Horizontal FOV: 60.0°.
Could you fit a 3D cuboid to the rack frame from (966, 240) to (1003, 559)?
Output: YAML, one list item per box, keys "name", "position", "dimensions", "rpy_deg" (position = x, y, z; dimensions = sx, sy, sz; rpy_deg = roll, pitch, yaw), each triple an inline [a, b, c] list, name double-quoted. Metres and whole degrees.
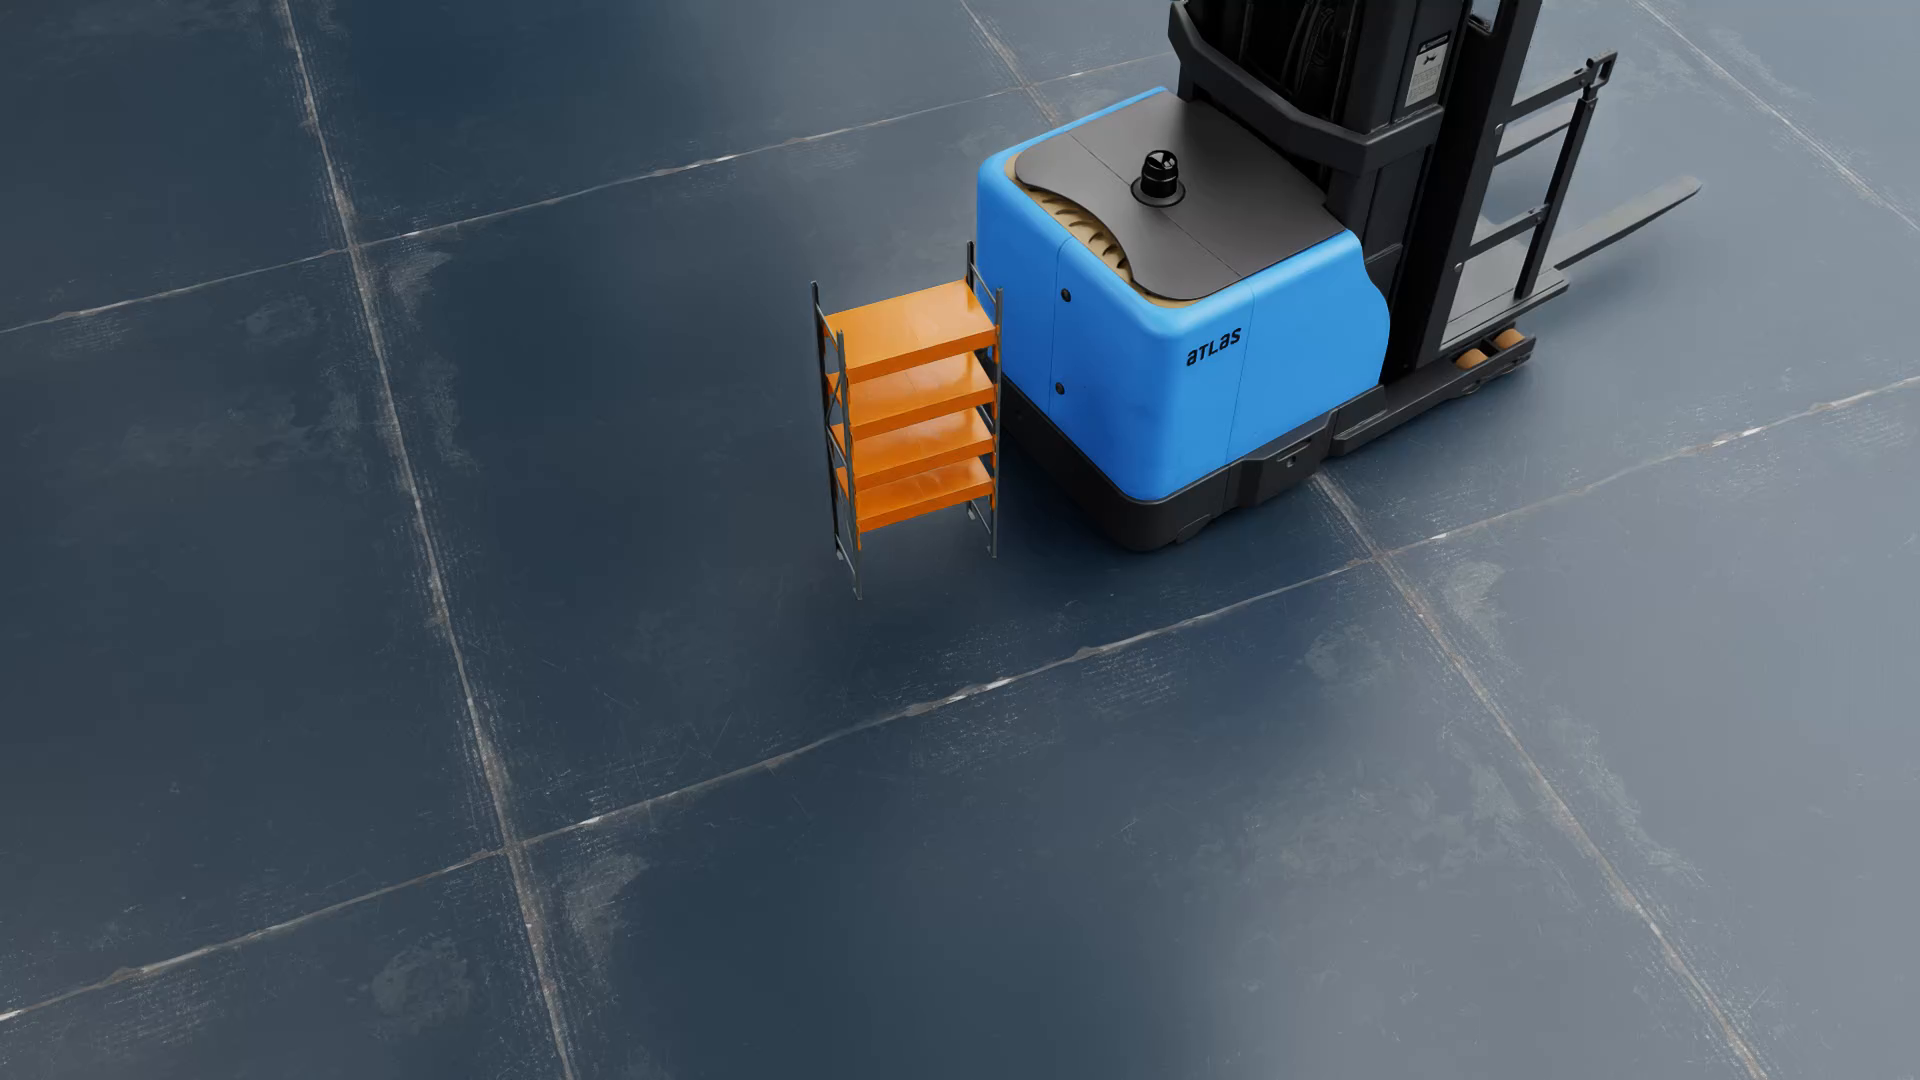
- name: "rack frame"
  position: [0.073, -0.413, 5.314]
  dimensions: [0.015, 1.200, 0.240]
  rpy_deg: [-17, 52, -14]

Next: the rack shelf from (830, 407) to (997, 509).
- name: "rack shelf"
  position: [-0.153, -0.300, 5.305]
  dimensions: [0.480, 0.148, 0.258]
  rpy_deg: [-17, 52, -14]

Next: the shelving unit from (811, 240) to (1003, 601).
- name: "shelving unit"
  position: [-0.153, -0.343, 5.254]
  dimensions: [0.503, 1.200, 0.258]
  rpy_deg: [-17, 52, -14]

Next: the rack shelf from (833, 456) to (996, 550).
- name: "rack shelf"
  position: [-0.153, -0.170, 5.456]
  dimensions: [0.480, 0.148, 0.258]
  rpy_deg: [-17, 52, -14]

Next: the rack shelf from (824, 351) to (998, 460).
- name: "rack shelf"
  position: [-0.153, -0.445, 5.135]
  dimensions: [0.480, 0.148, 0.258]
  rpy_deg: [-17, 52, -14]

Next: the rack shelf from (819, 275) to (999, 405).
- name: "rack shelf"
  position: [-0.153, -0.599, 4.956]
  dimensions: [0.480, 0.148, 0.258]
  rpy_deg: [-17, 52, -14]

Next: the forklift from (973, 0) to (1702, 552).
- name: "forklift"
  position: [1.548, -1.809, 5.372]
  dimensions: [3.031, 2.935, 1.130]
  rpy_deg: [-27, 55, -21]

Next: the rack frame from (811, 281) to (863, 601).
- name: "rack frame"
  position: [-0.379, -0.273, 5.194]
  dimensions: [0.015, 1.200, 0.240]
  rpy_deg: [-17, 52, -14]
